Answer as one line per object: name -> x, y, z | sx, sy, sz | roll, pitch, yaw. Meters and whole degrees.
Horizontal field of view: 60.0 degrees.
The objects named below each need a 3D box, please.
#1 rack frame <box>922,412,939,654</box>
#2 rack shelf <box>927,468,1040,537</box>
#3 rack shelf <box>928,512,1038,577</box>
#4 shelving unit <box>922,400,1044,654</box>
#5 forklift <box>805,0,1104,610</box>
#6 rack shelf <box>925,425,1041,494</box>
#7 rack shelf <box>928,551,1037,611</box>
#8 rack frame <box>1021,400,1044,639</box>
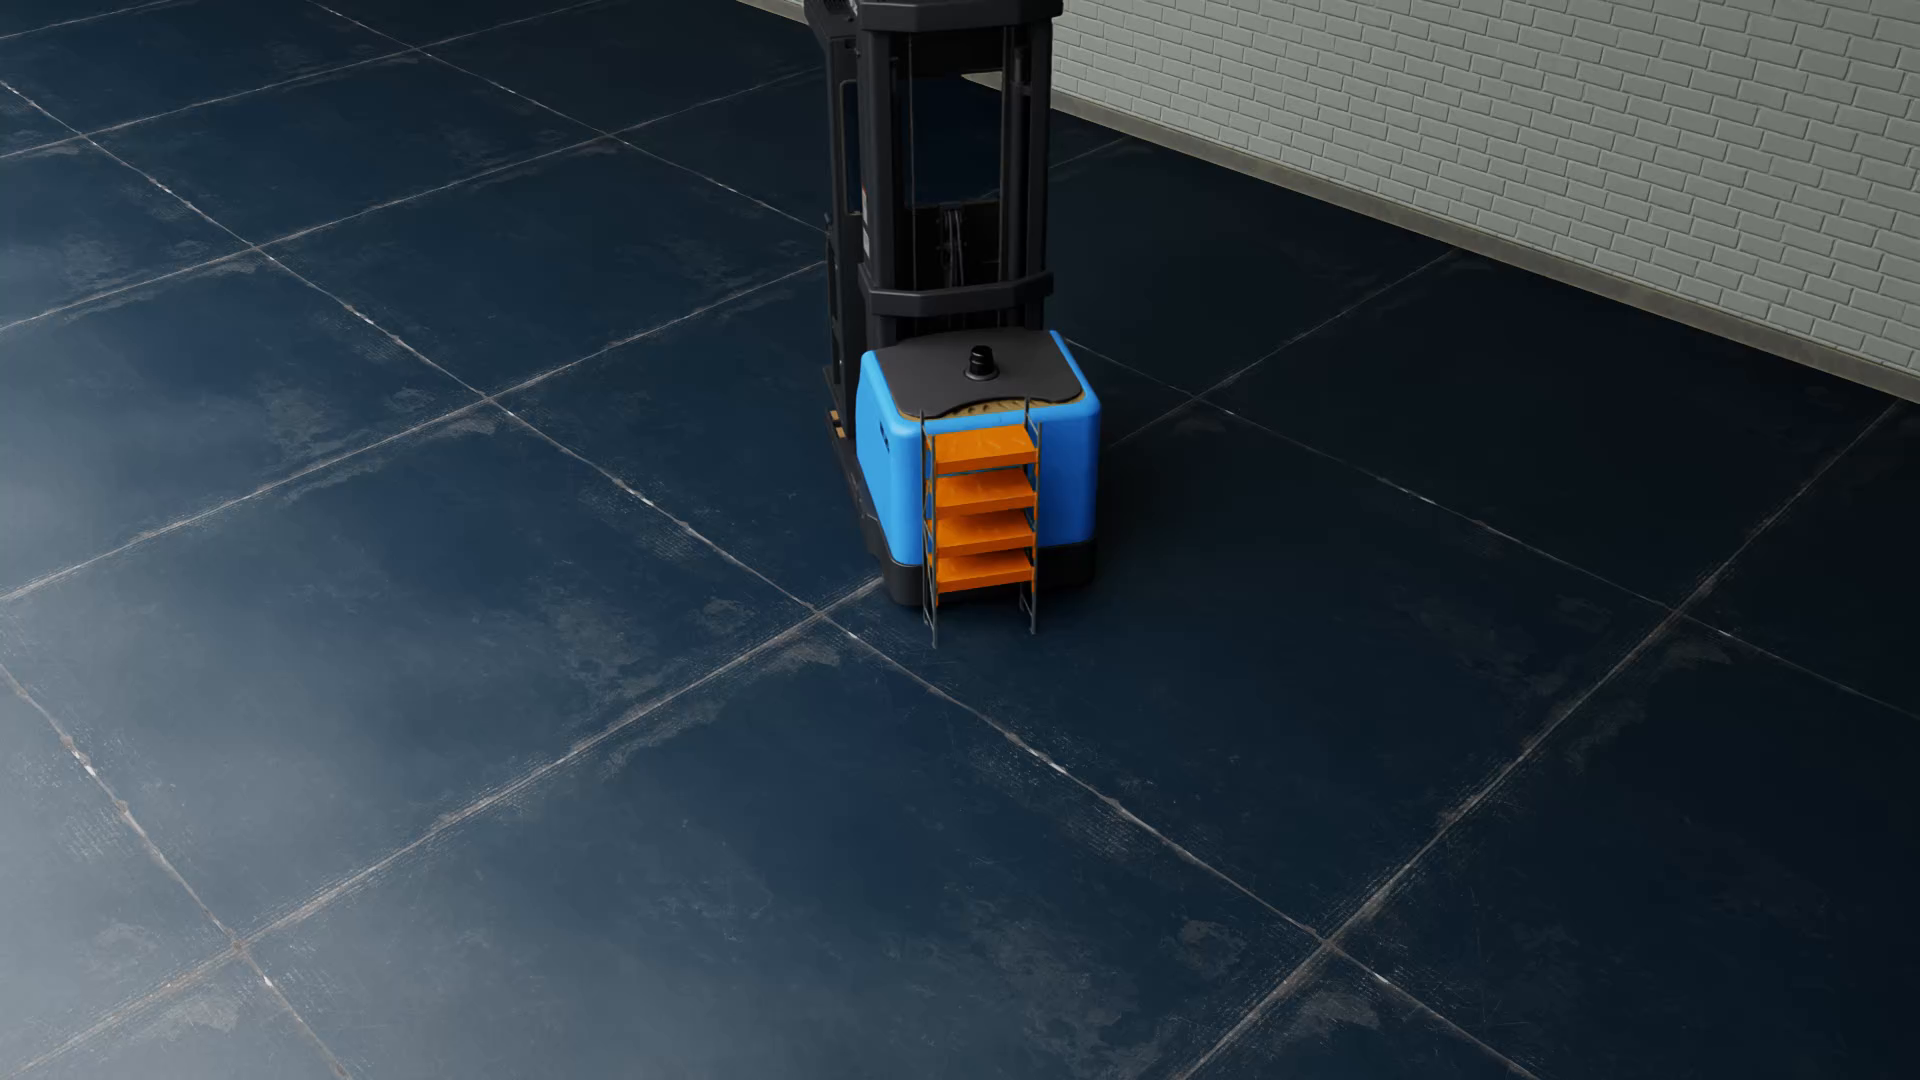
rack frame -> -0.136, -0.013, 7.711 | 0.015, 1.200, 0.240 | -8, 36, -11
rack shelf -> 0.101, -0.174, 7.668 | 0.480, 0.148, 0.258 | -8, 36, -11
rack shelf -> 0.101, 0.010, 7.796 | 0.480, 0.148, 0.258 | -8, 36, -11
shelving unit -> 0.101, -0.046, 7.757 | 0.503, 1.200, 0.258 | -8, 36, -11
forklift -> -0.147, -1.700, 8.615 | 1.130, 2.935, 3.031 | -8, 36, -11
rack shelf -> 0.101, -0.368, 7.532 | 0.480, 0.148, 0.258 | -8, 36, -11
rack shelf -> 0.101, 0.172, 7.909 | 0.480, 0.148, 0.258 | -8, 36, -11
rack frame -> 0.339, -0.078, 7.803 | 0.015, 1.200, 0.240 | -8, 36, -11
